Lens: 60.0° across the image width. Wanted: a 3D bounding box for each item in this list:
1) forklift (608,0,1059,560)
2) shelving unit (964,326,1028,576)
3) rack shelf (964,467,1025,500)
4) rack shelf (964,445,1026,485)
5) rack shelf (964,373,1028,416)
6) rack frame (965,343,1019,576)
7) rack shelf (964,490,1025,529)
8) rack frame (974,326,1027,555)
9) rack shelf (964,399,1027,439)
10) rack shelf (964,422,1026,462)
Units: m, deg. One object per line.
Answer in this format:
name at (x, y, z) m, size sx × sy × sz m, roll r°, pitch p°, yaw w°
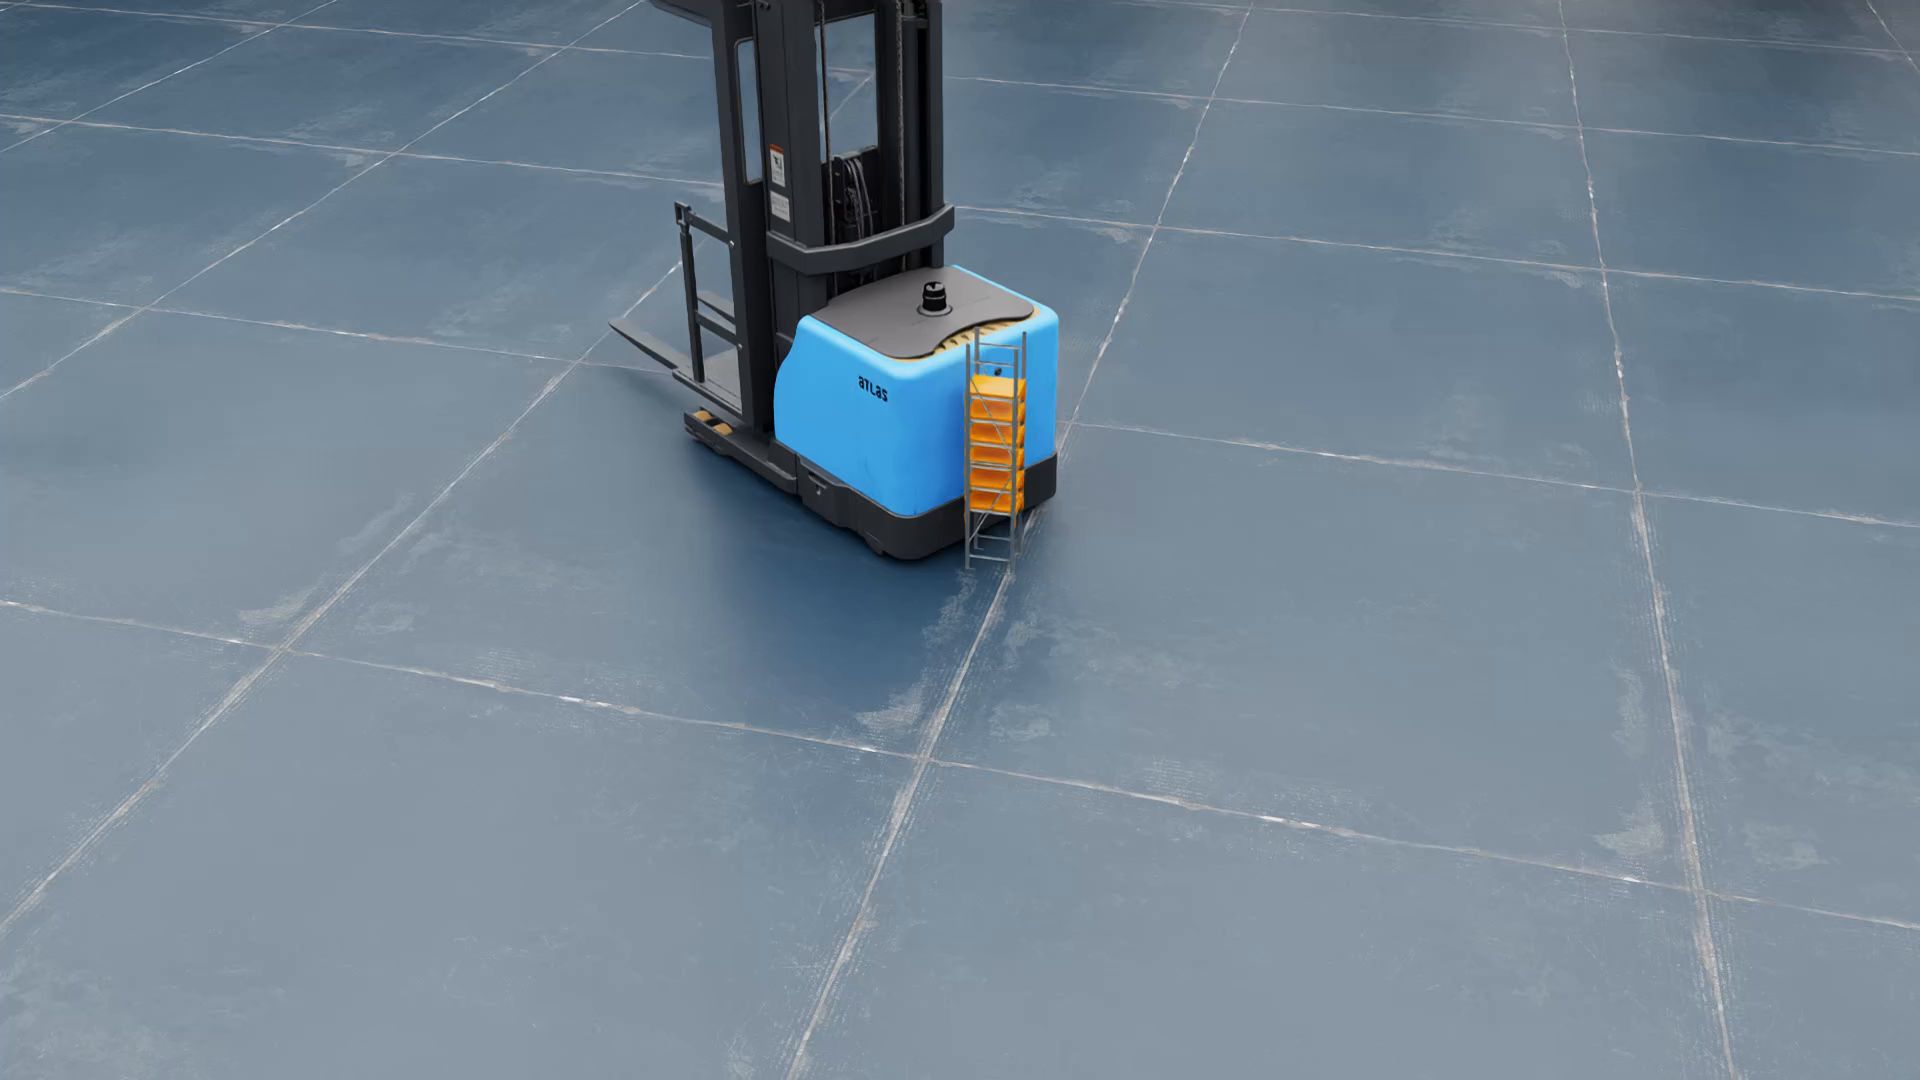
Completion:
forklift at (-0.852, -1.855, 8.436) m, size 1.130 × 2.935 × 3.031 m, roll -25°, pitch 40°, yaw -34°
shelving unit at (0.163, -0.399, 7.759) m, size 0.258 × 1.200 × 0.189 m, roll 7°, pitch 33°, yaw 11°
rack shelf at (0.163, -0.260, 7.847) m, size 0.258 × 0.103 × 0.180 m, roll 7°, pitch 33°, yaw 11°
rack shelf at (0.163, -0.361, 7.783) m, size 0.258 × 0.103 × 0.180 m, roll 7°, pitch 33°, yaw 11°
rack shelf at (0.163, -0.665, 7.590) m, size 0.258 × 0.103 × 0.180 m, roll 7°, pitch 33°, yaw 11°
rack frame at (0.142, -0.351, 7.684) m, size 0.240 × 1.200 × 0.006 m, roll 7°, pitch 33°, yaw 11°
rack shelf at (0.163, -0.159, 7.912) m, size 0.258 × 0.103 × 0.180 m, roll 7°, pitch 33°, yaw 11°
rack frame at (0.184, -0.447, 7.834) m, size 0.240 × 1.200 × 0.006 m, roll 7°, pitch 33°, yaw 11°
rack shelf at (0.163, -0.564, 7.654) m, size 0.258 × 0.103 × 0.180 m, roll 7°, pitch 33°, yaw 11°
rack shelf at (0.163, -0.463, 7.718) m, size 0.258 × 0.103 × 0.180 m, roll 7°, pitch 33°, yaw 11°
